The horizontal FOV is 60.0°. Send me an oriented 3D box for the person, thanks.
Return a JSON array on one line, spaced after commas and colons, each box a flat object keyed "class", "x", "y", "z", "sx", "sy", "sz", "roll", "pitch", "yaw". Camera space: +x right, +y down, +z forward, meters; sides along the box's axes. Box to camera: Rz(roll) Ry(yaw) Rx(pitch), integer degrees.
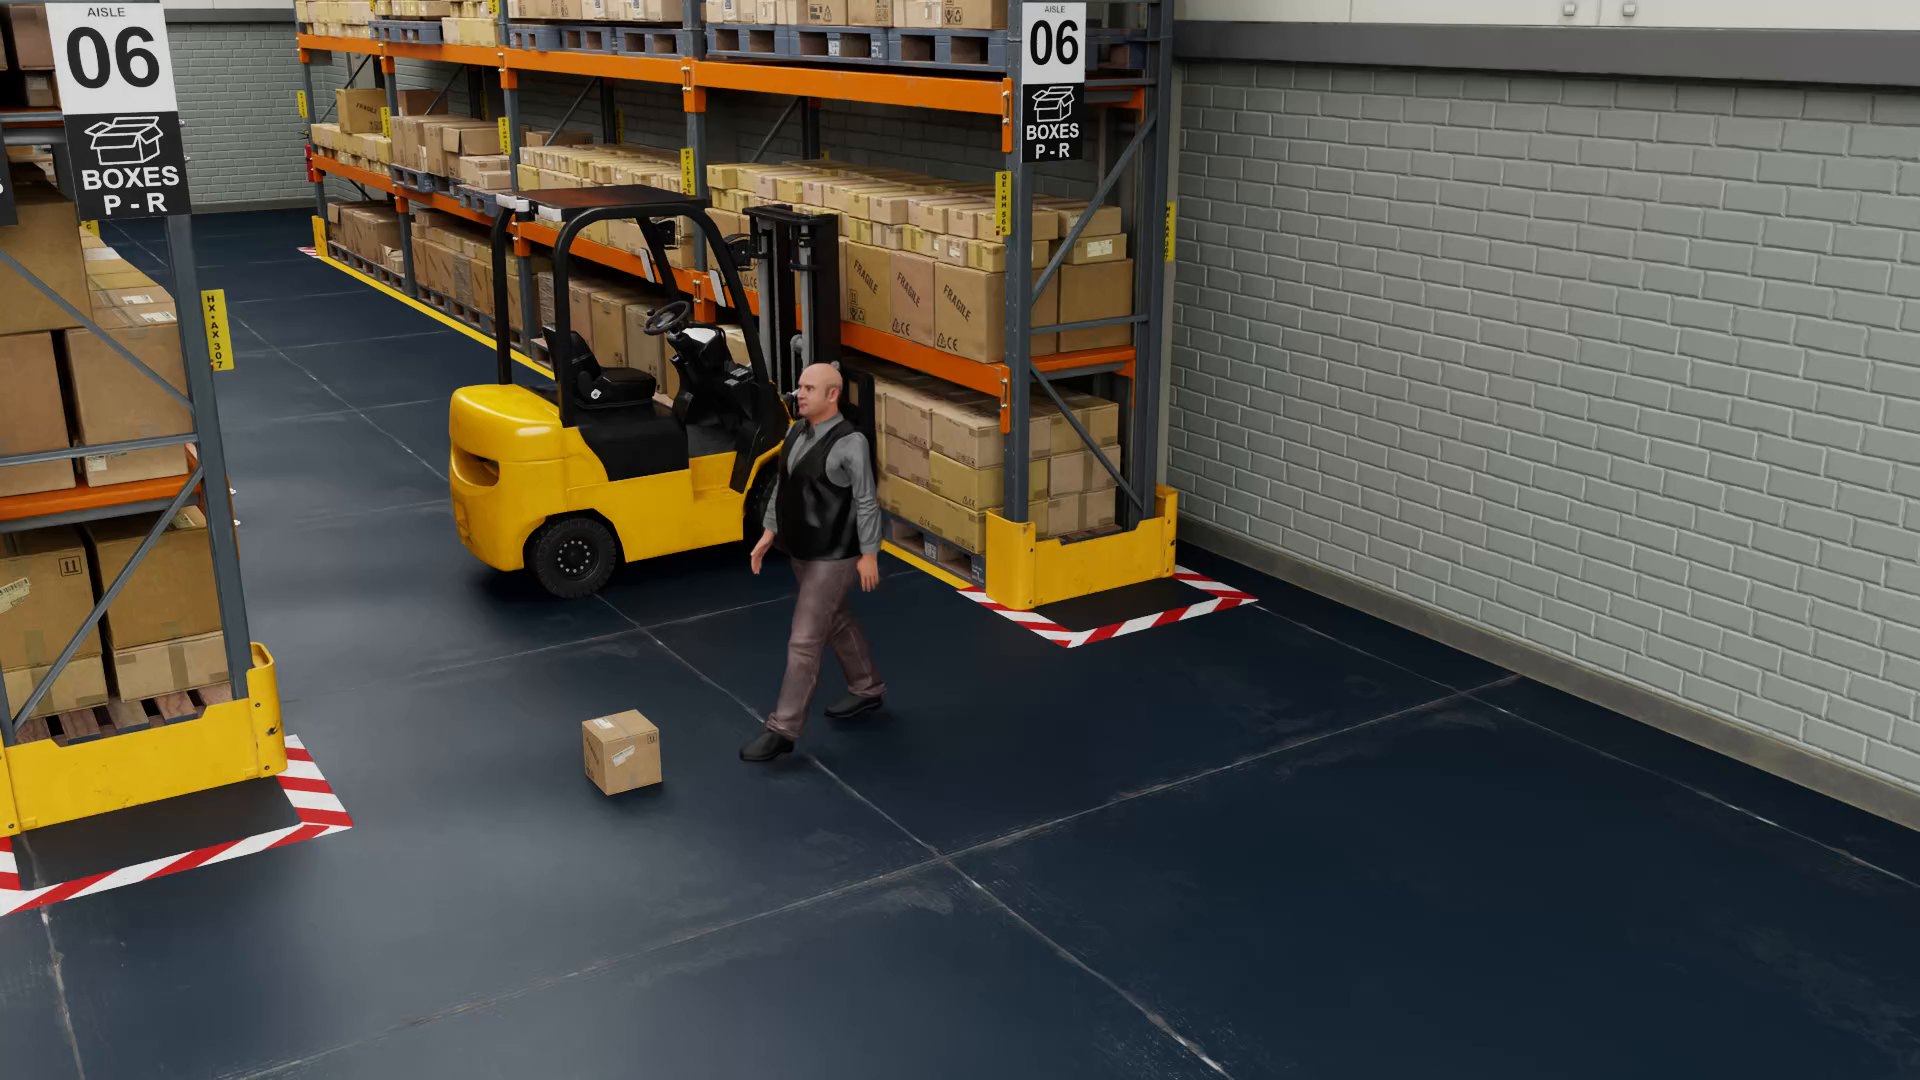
[{"class": "person", "x": -0.700, "y": 0.063, "z": 7.342, "sx": 0.886, "sy": 1.684, "sz": 0.546, "roll": -12, "pitch": 21, "yaw": -33}]
